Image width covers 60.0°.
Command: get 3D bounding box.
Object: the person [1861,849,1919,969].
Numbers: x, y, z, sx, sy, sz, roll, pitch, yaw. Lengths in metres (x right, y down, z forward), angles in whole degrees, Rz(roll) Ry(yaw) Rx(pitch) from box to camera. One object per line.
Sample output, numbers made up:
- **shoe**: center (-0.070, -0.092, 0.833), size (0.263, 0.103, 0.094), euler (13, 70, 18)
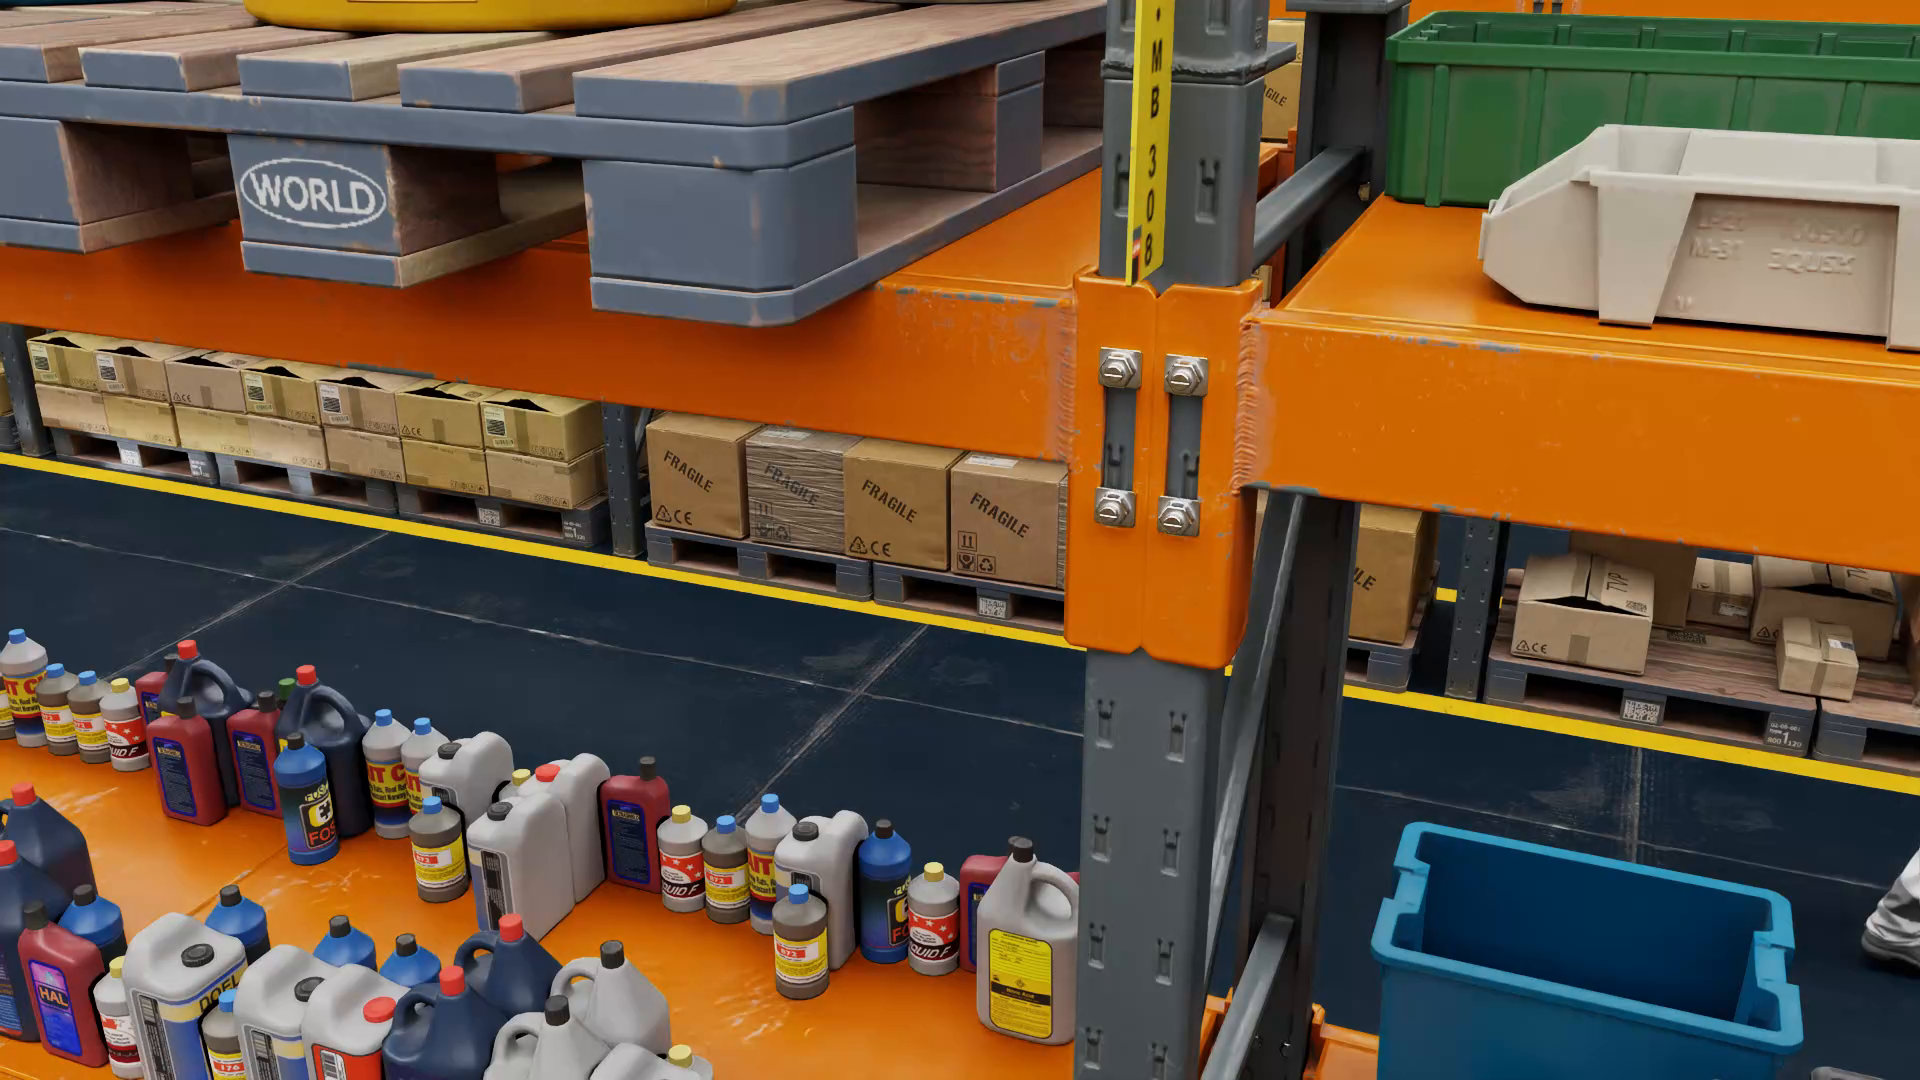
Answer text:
- **person**: center (3.277, 0.510, 4.753), size (0.977, 1.731, 0.528), euler (6, 23, 14)
